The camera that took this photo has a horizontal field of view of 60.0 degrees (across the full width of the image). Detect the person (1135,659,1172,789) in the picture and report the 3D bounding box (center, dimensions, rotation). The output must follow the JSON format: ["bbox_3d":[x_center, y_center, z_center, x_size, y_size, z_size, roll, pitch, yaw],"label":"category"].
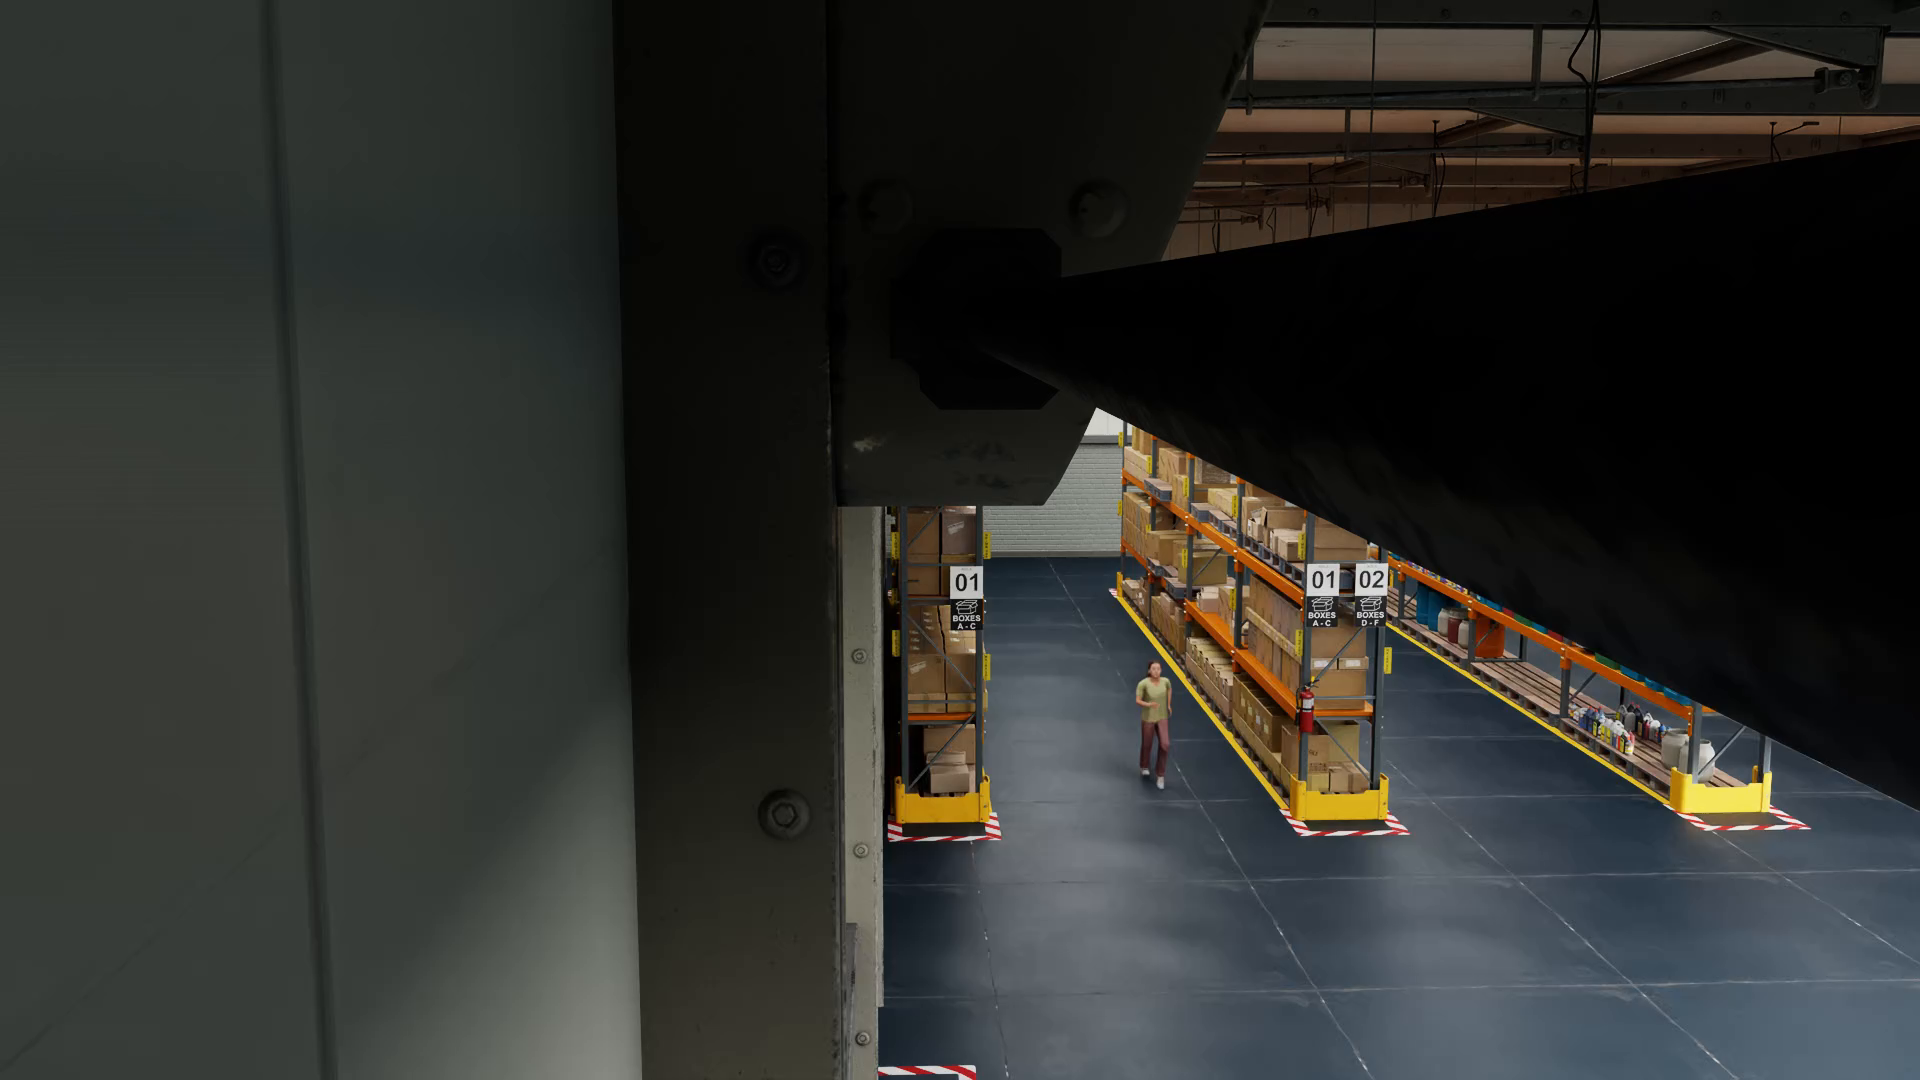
[{"bbox_3d":[2.576,2.416,22.079,0.558,1.714,0.800,-1,8,-8],"label":"person"}]

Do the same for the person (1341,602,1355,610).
[{"bbox_3d":[7.872,0.841,33.453,0.690,1.616,1.134,4,9,27],"label":"person"}]
